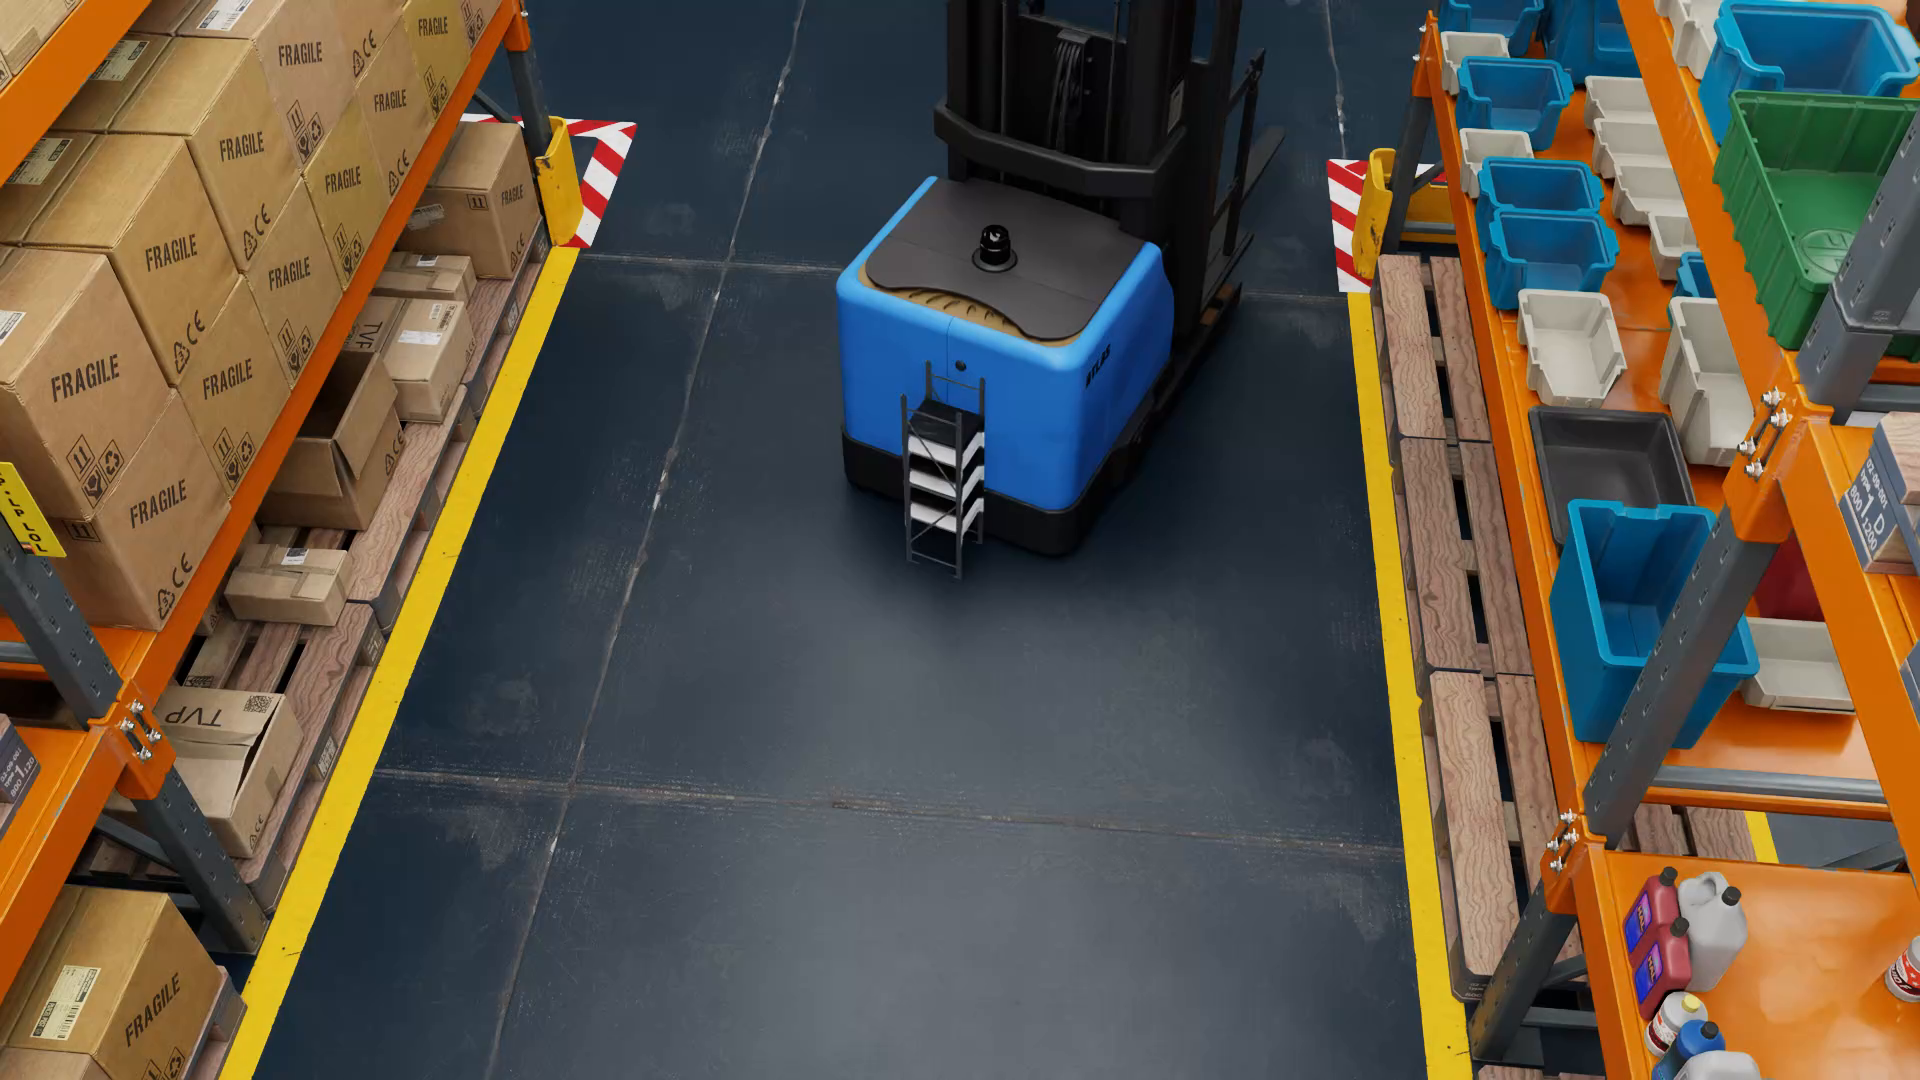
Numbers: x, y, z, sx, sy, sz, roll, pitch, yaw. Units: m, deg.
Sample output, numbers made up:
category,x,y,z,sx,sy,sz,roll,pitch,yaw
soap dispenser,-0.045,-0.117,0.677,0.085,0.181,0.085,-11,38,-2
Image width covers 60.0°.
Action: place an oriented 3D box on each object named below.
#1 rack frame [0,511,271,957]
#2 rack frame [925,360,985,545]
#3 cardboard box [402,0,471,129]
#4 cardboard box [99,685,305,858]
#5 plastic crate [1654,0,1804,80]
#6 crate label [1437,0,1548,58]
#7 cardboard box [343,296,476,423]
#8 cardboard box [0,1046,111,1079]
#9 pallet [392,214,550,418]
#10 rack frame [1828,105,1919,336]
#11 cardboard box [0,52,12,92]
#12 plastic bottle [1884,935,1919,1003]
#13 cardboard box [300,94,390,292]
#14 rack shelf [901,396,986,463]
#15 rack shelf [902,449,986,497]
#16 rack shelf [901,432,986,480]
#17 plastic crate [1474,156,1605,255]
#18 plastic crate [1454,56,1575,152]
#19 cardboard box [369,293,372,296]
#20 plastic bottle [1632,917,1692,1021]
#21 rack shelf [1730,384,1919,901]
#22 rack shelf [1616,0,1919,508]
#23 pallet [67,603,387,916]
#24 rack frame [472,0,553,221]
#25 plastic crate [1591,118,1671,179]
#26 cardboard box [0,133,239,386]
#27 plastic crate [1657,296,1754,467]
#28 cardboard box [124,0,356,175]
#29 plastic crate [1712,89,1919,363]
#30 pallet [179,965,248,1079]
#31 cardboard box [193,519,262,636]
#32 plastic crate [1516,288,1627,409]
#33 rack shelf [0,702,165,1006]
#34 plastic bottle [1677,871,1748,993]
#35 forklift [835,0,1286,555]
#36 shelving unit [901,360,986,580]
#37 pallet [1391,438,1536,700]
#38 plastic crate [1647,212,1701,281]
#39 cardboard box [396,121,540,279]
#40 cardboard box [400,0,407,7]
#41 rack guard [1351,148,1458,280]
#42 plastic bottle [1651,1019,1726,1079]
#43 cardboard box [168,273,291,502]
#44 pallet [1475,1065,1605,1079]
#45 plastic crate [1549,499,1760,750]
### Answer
category,x,y,z,sx,sy,sz,roll,pitch,yaw
rack frame,-2.814,0.284,4.457,1.000,3.000,0.127,4,48,4
rack frame,-0.017,-0.321,6.433,0.240,0.900,0.006,19,50,17
cardboard box,-2.263,-1.960,6.442,0.500,0.500,0.500,4,48,4
cardboard box,-2.560,0.749,5.556,0.500,0.311,0.500,4,48,4
plastic crate,1.856,-1.263,4.019,0.293,0.136,0.466,4,48,4
crate label,2.133,-2.124,6.732,0.416,0.233,0.303,4,48,4
cardboard box,-2.370,-0.763,6.981,0.500,0.250,0.500,4,48,4
cardboard box,-2.627,1.724,4.536,0.500,0.500,0.500,4,48,4
pallet,-2.528,-1.072,7.588,1.003,0.211,1.213,4,48,4
rack frame,2.119,-1.405,1.936,1.000,3.000,0.127,4,48,4
cardboard box,-2.523,-1.018,3.717,0.500,0.250,0.500,4,48,4
plastic bottle,2.279,1.004,3.934,0.097,0.201,0.097,0,48,0
cardboard box,-2.360,-1.223,5.768,0.500,0.500,0.500,3,48,3
rack shelf,-0.061,-0.413,6.196,0.258,0.077,0.200,19,50,17
rack shelf,-0.061,-0.291,6.329,0.258,0.077,0.200,19,50,17
rack shelf,-0.061,-0.352,6.263,0.258,0.077,0.200,19,50,17
plastic crate,2.013,-1.156,5.847,0.416,0.233,0.300,4,48,4
plastic crate,2.073,-1.640,6.290,0.416,0.233,0.300,4,48,4
cardboard box,-2.827,-1.128,7.314,0.500,0.250,0.500,4,48,4
plastic bottle,1.648,0.998,3.883,0.061,0.283,0.133,4,48,4
rack shelf,1.936,1.320,1.964,1.077,0.370,4.000,4,48,4
rack shelf,2.301,-1.619,4.653,1.077,0.370,4.000,4,48,4
pallet,-2.750,0.721,5.948,1.003,0.211,1.213,4,48,4
rack frame,-2.449,-2.655,7.146,1.000,3.000,0.127,4,48,4
plastic crate,2.548,-1.427,6.160,0.396,0.136,0.243,4,48,4
cardboard box,-2.444,-0.793,4.697,0.500,0.500,0.500,3,48,2
plastic crate,2.441,-0.470,5.186,0.437,0.282,0.530,4,48,4
cardboard box,-2.351,-1.551,5.390,0.500,0.500,0.500,5,48,5
plastic crate,1.856,-0.652,3.425,0.450,0.188,0.662,4,48,4
pallet,-2.850,1.826,4.937,1.003,0.211,1.213,4,48,4
cardboard box,-2.976,0.054,6.191,0.500,0.311,0.500,4,48,4
plastic crate,1.978,-0.611,5.414,0.293,0.136,0.466,4,48,4
rack shelf,-2.996,1.997,3.378,1.077,0.370,4.000,4,48,4
plastic bottle,1.760,0.903,3.924,0.144,0.351,0.185,4,48,4
forklift,0.641,-2.025,6.616,1.130,2.935,3.031,21,51,18
shelving unit,-0.061,-0.253,6.371,0.258,0.900,0.210,19,50,17
pallet,2.256,0.119,6.498,1.003,0.211,1.213,4,48,4
plastic crate,2.539,-1.002,5.772,0.298,0.136,0.250,4,48,4
cardboard box,-2.253,-1.544,7.525,0.500,0.500,0.500,4,48,4
cardboard box,-2.261,-2.309,6.084,0.500,0.500,0.500,5,48,5
rack guard,2.473,-1.494,7.778,1.175,0.500,0.348,4,48,4
plastic bottle,1.647,1.160,3.743,0.097,0.271,0.097,0,48,0
cardboard box,-2.452,-0.482,5.090,0.500,0.500,0.500,5,48,4
pallet,2.007,2.126,4.663,1.003,0.211,1.213,4,48,4
plastic crate,1.822,0.239,4.468,0.392,0.384,0.575,4,48,4
